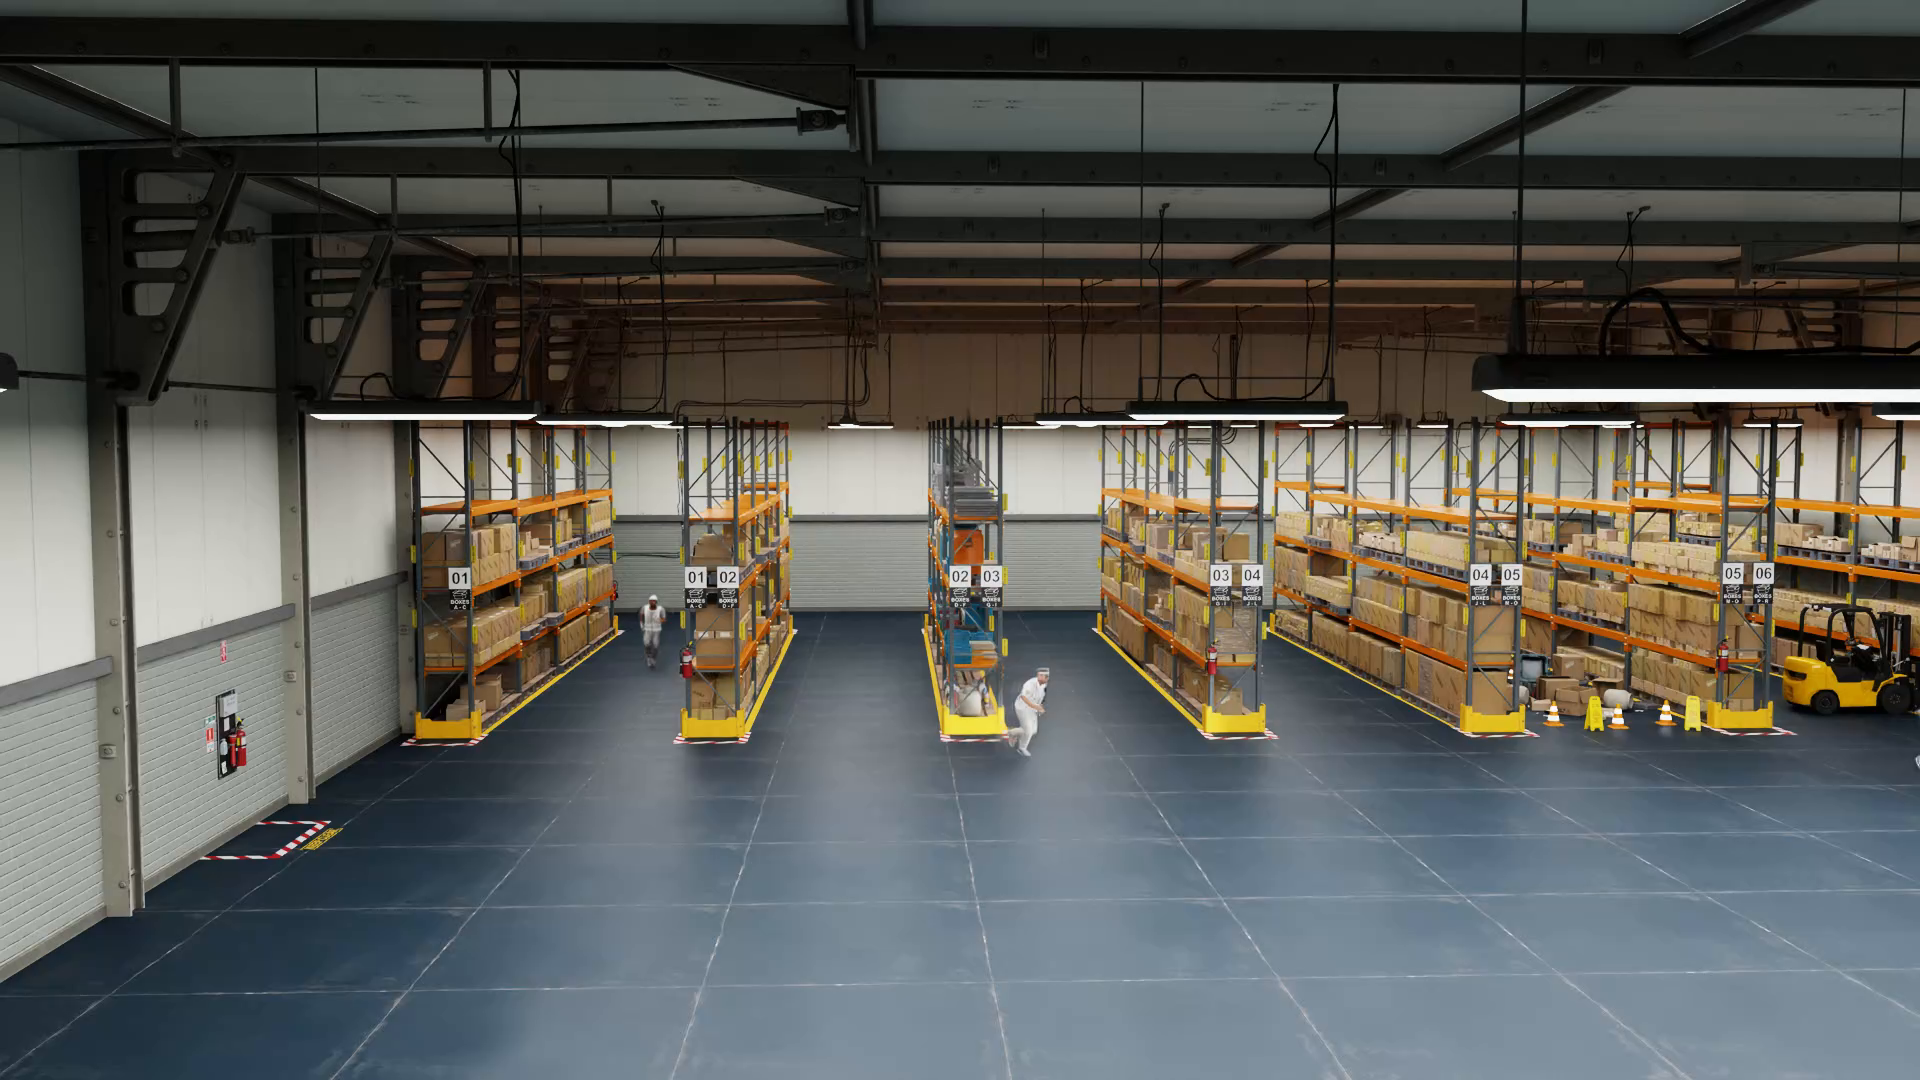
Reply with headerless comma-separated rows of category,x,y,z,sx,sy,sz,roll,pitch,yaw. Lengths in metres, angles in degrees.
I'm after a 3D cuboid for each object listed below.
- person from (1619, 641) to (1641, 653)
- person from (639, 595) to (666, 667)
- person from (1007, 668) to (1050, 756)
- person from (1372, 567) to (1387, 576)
person,17.235,2.092,42.702,0.549,1.714,0.728,-1,4,-13
person,-7.452,2.211,40.309,0.666,1.758,0.742,0,4,-7
person,1.218,3.026,29.475,0.889,1.598,0.676,3,5,37
person,12.367,1.622,49.168,0.952,1.824,0.654,-1,4,-9
